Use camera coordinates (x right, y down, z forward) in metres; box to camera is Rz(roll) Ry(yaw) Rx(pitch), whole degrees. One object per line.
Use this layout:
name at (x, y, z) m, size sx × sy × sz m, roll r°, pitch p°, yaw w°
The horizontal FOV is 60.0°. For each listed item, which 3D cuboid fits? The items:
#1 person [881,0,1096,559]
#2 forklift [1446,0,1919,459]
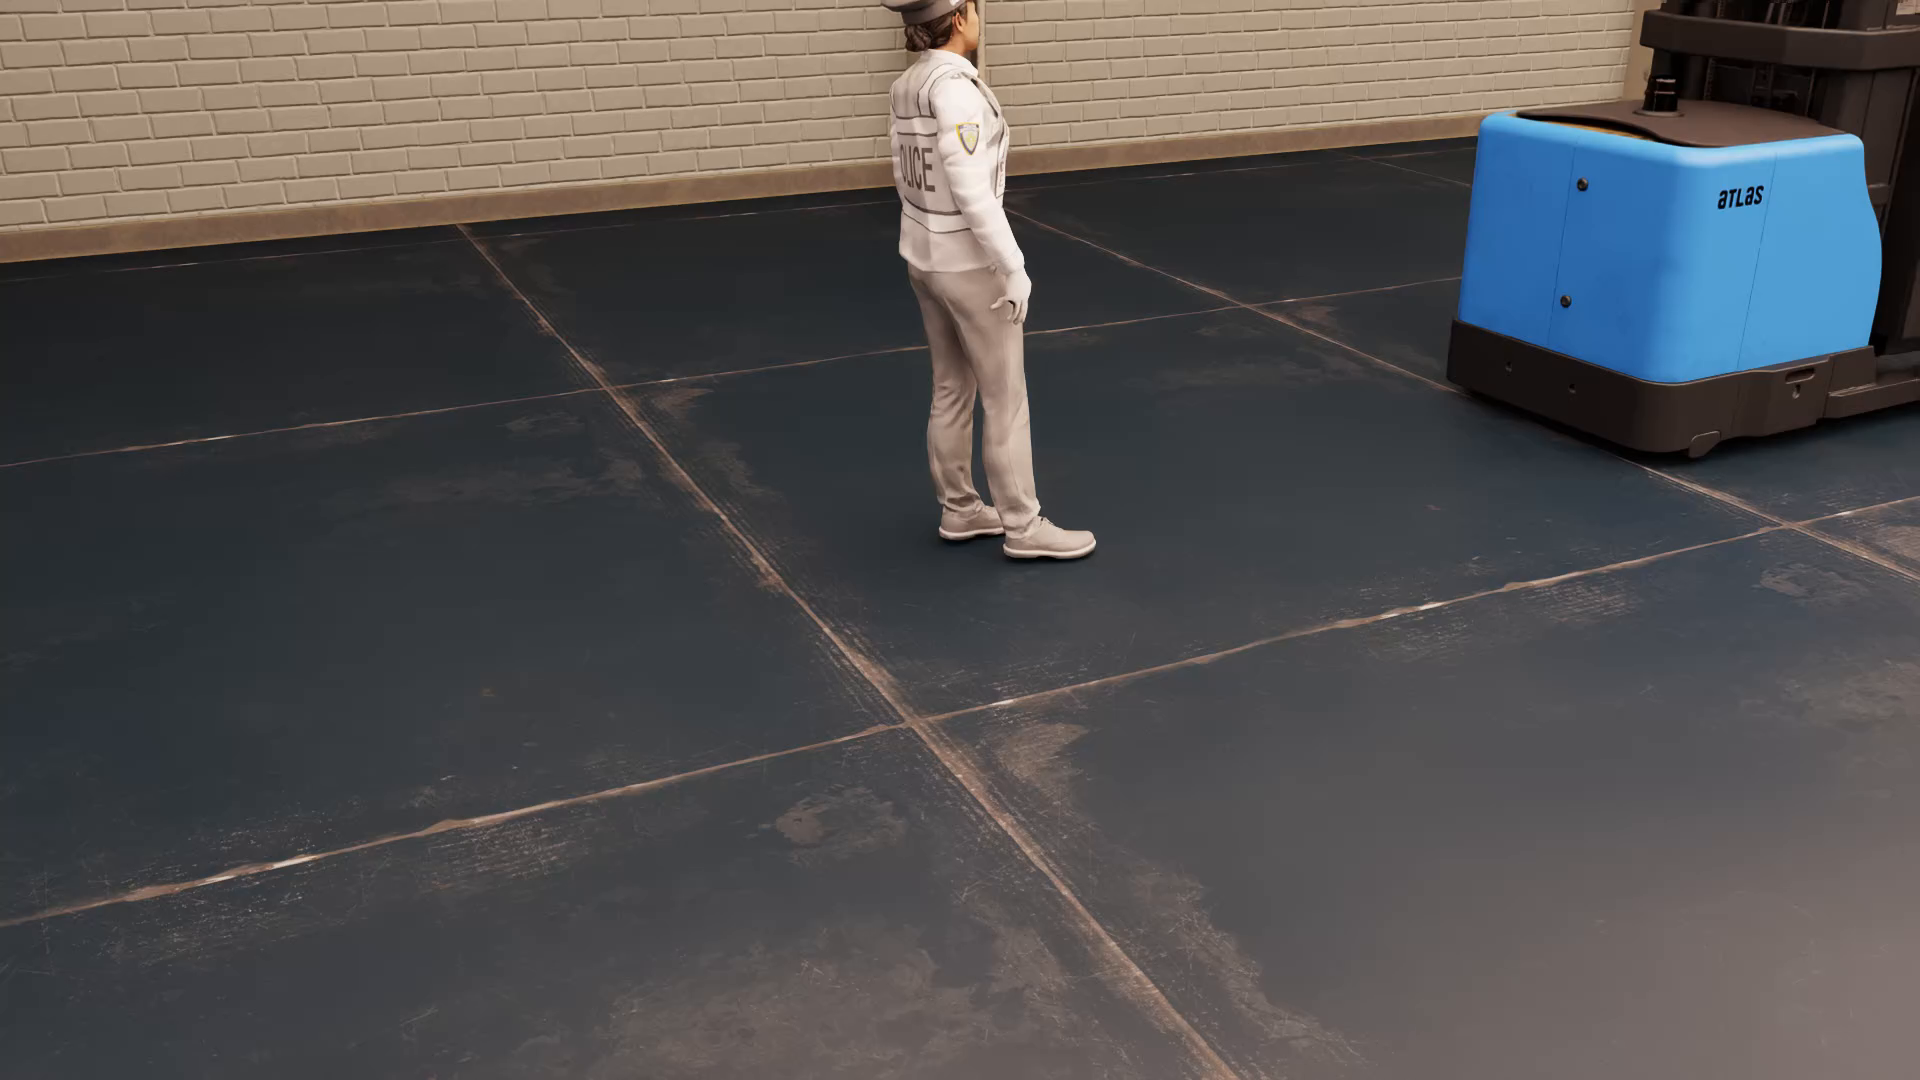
person at (0.066, -0.798, 4.800) m, size 0.530 × 1.694 × 0.586 m, roll -10°, pitch 25°, yaw -23°
forklift at (3.423, -2.018, 6.143) m, size 3.031 × 2.935 × 1.130 m, roll -11°, pitch 25°, yaw -26°
